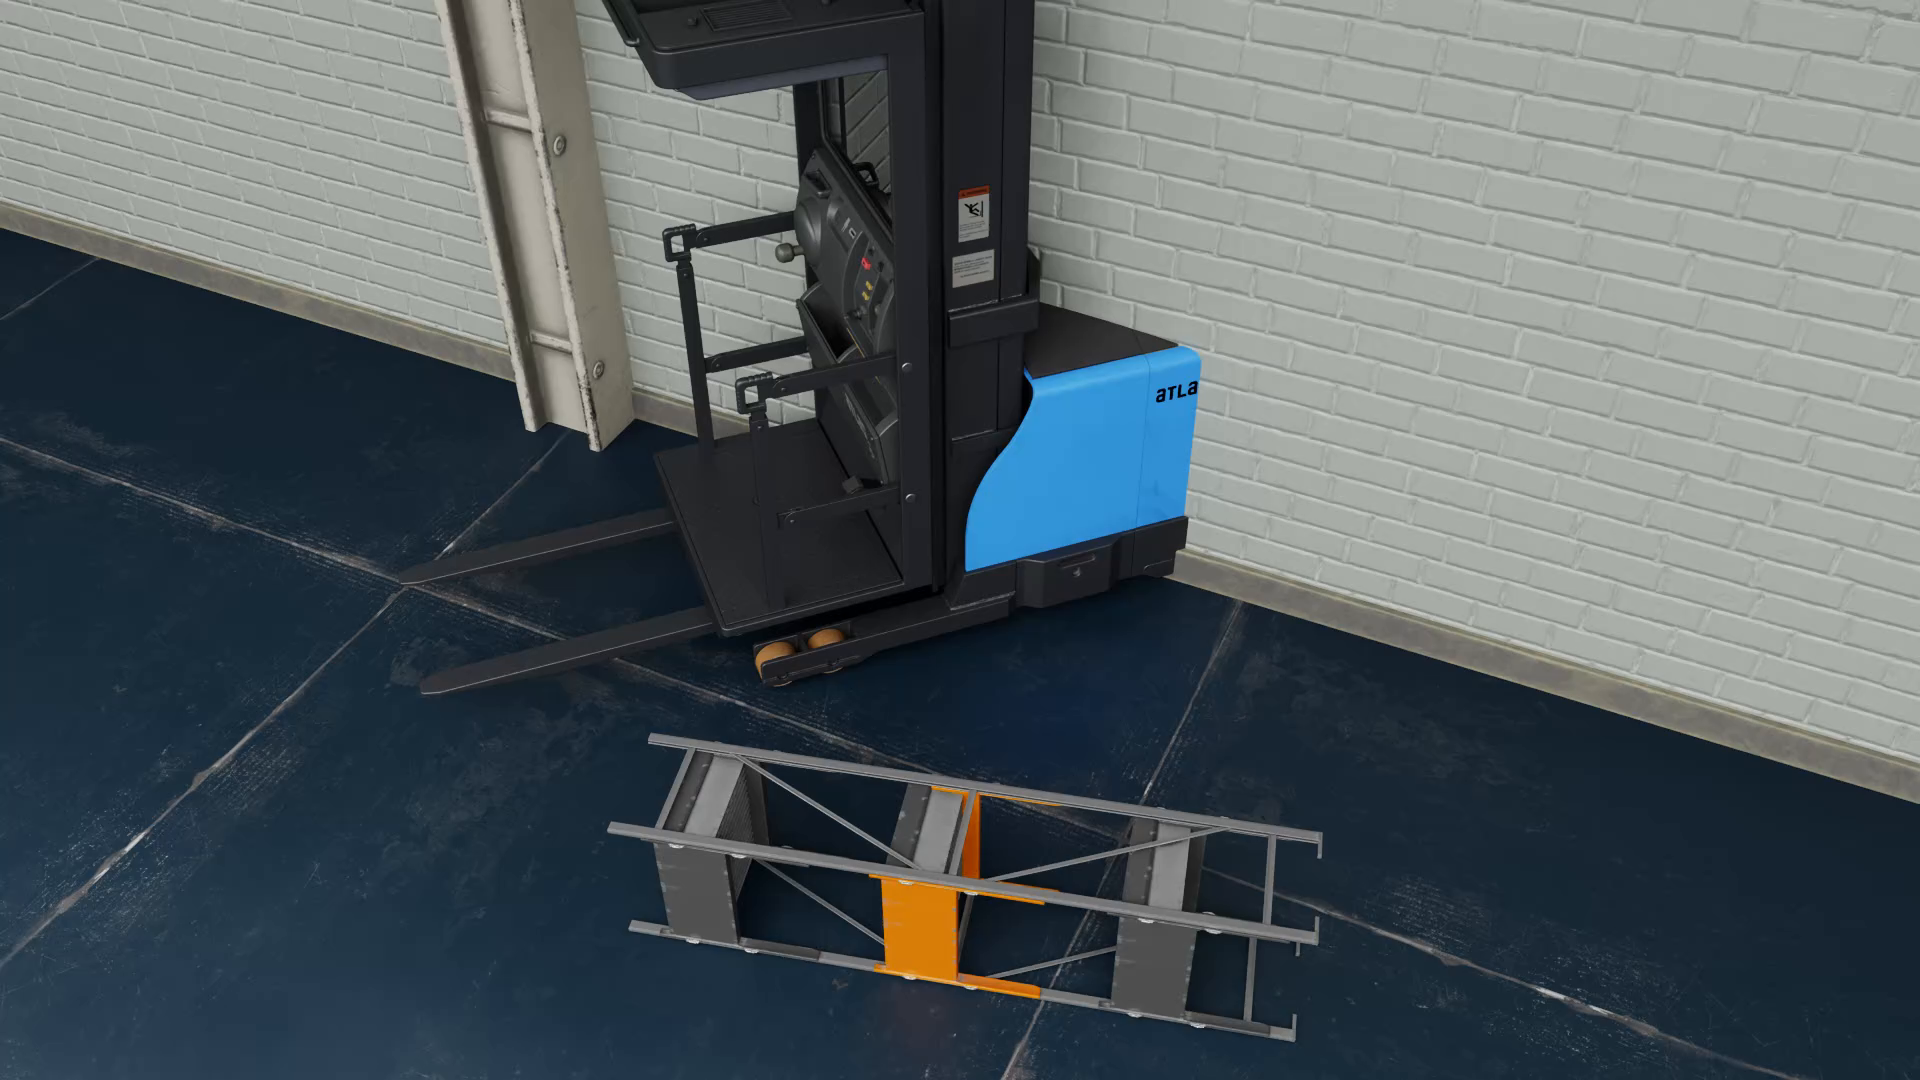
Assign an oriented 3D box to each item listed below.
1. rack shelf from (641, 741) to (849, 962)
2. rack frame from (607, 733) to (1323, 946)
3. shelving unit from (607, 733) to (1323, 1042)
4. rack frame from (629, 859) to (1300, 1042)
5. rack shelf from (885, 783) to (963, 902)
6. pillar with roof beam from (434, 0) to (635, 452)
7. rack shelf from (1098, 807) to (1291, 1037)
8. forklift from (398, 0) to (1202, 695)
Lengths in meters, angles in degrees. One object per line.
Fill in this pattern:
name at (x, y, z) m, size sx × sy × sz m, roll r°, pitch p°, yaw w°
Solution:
rack shelf at (-0.660, 0.974, 5.232) m, size 0.518 × 0.480 × 0.431 m, roll 7°, pitch 41°, yaw 8°
rack frame at (0.014, 0.875, 4.973) m, size 2.100 × 0.015 × 0.400 m, roll 7°, pitch 41°, yaw 8°
shelving unit at (0.014, 1.060, 5.133) m, size 2.100 × 0.503 × 0.431 m, roll 7°, pitch 41°, yaw 8°
rack frame at (0.014, 1.244, 5.293) m, size 2.100 × 0.015 × 0.400 m, roll 7°, pitch 41°, yaw 8°
rack shelf at (-0.107, 1.044, 5.151) m, size 0.174 × 0.457 × 0.368 m, roll 7°, pitch 41°, yaw 8°
pillar with roof beam at (-3.491, -1.371, 1.461) m, size 0.400 × 9.000 × 9.100 m, roll 17°, pitch 44°, yaw 19°
rack shelf at (0.715, 1.149, 5.030) m, size 0.518 × 0.480 × 0.431 m, roll 7°, pitch 41°, yaw 8°
forklift at (-0.583, -0.961, 5.621) m, size 3.031 × 2.935 × 1.130 m, roll -14°, pitch 43°, yaw -16°
